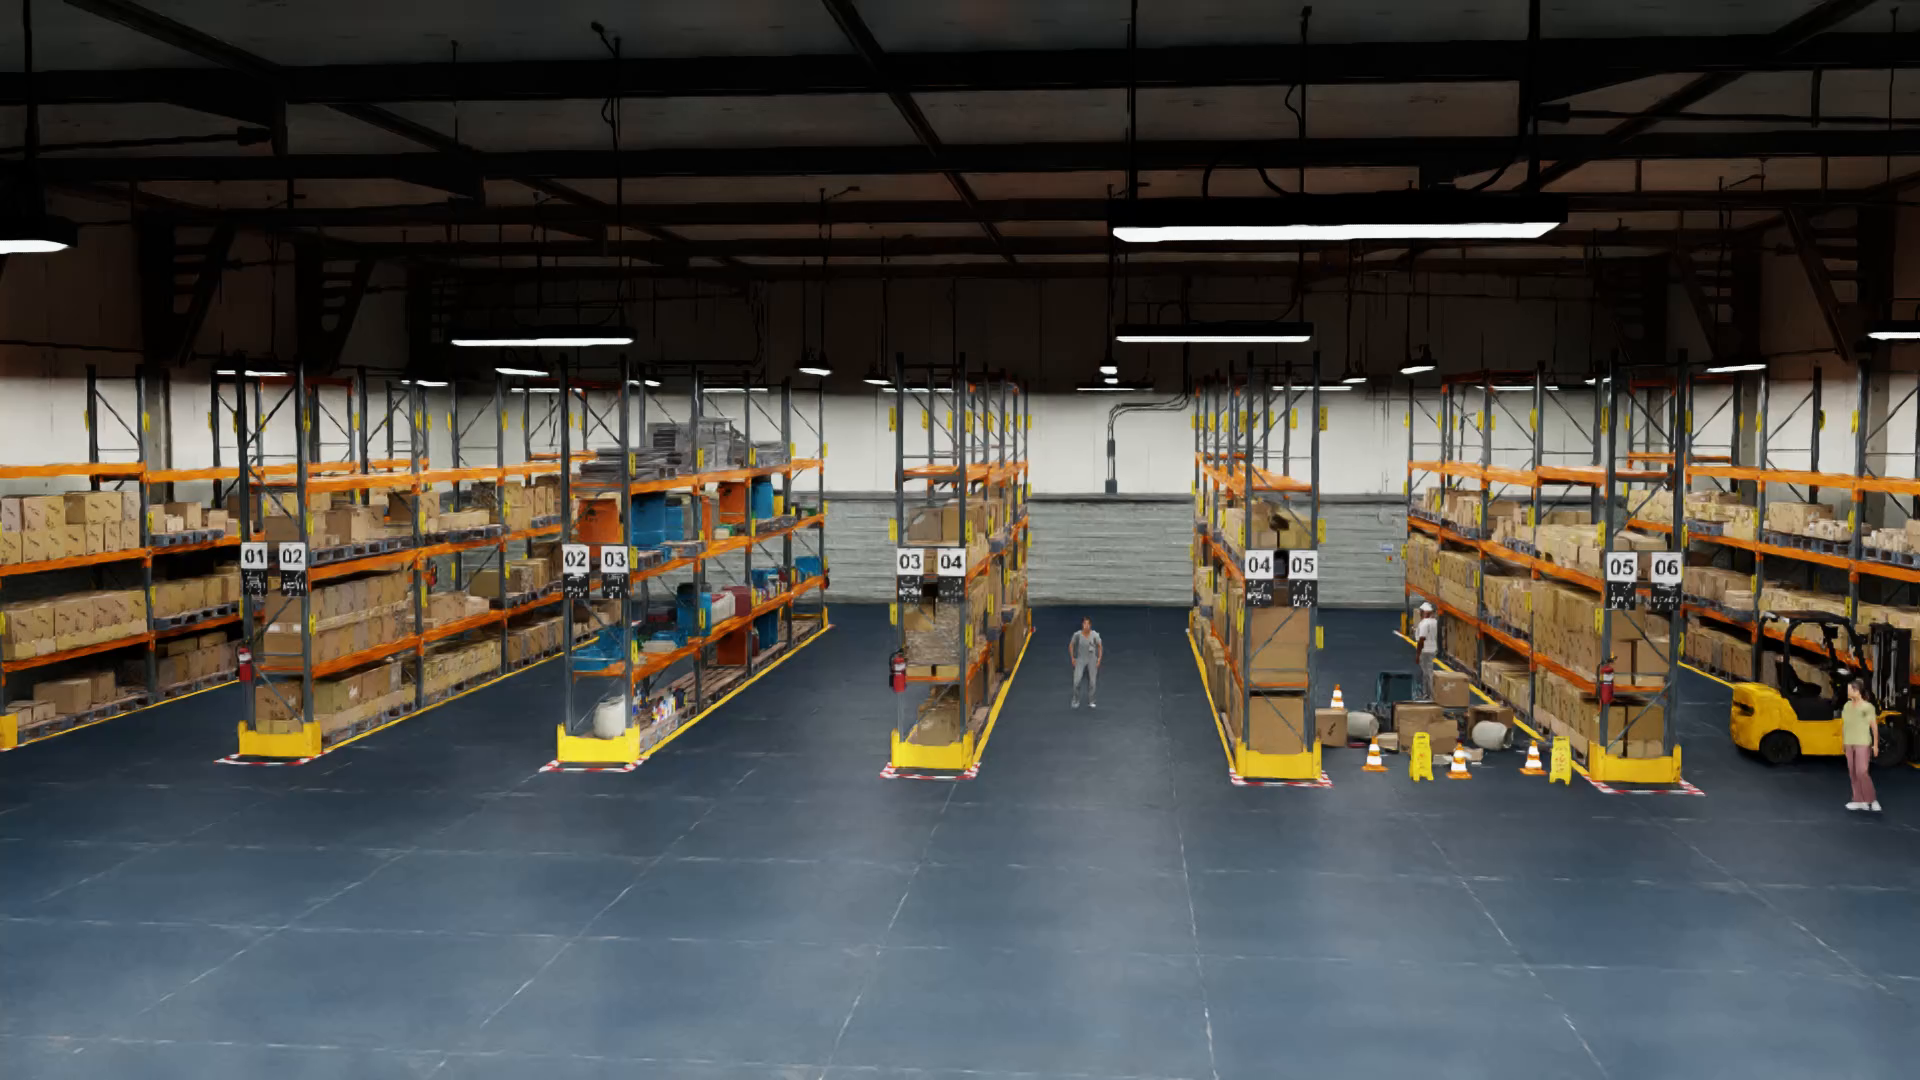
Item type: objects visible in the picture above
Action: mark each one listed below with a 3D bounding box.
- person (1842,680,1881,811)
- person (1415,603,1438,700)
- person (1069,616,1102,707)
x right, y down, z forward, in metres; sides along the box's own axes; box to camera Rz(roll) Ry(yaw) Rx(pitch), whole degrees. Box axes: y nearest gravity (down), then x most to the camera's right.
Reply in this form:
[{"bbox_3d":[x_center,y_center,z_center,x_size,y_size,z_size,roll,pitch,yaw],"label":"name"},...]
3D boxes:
[{"bbox_3d":[11.608,2.638,21.413,0.373,1.666,0.563,-2,4,-24],"label":"person"},{"bbox_3d":[8.292,1.995,29.706,0.585,1.763,0.679,2,5,31],"label":"person"},{"bbox_3d":[2.203,2.131,29.133,0.580,1.618,0.507,0,4,4],"label":"person"}]
